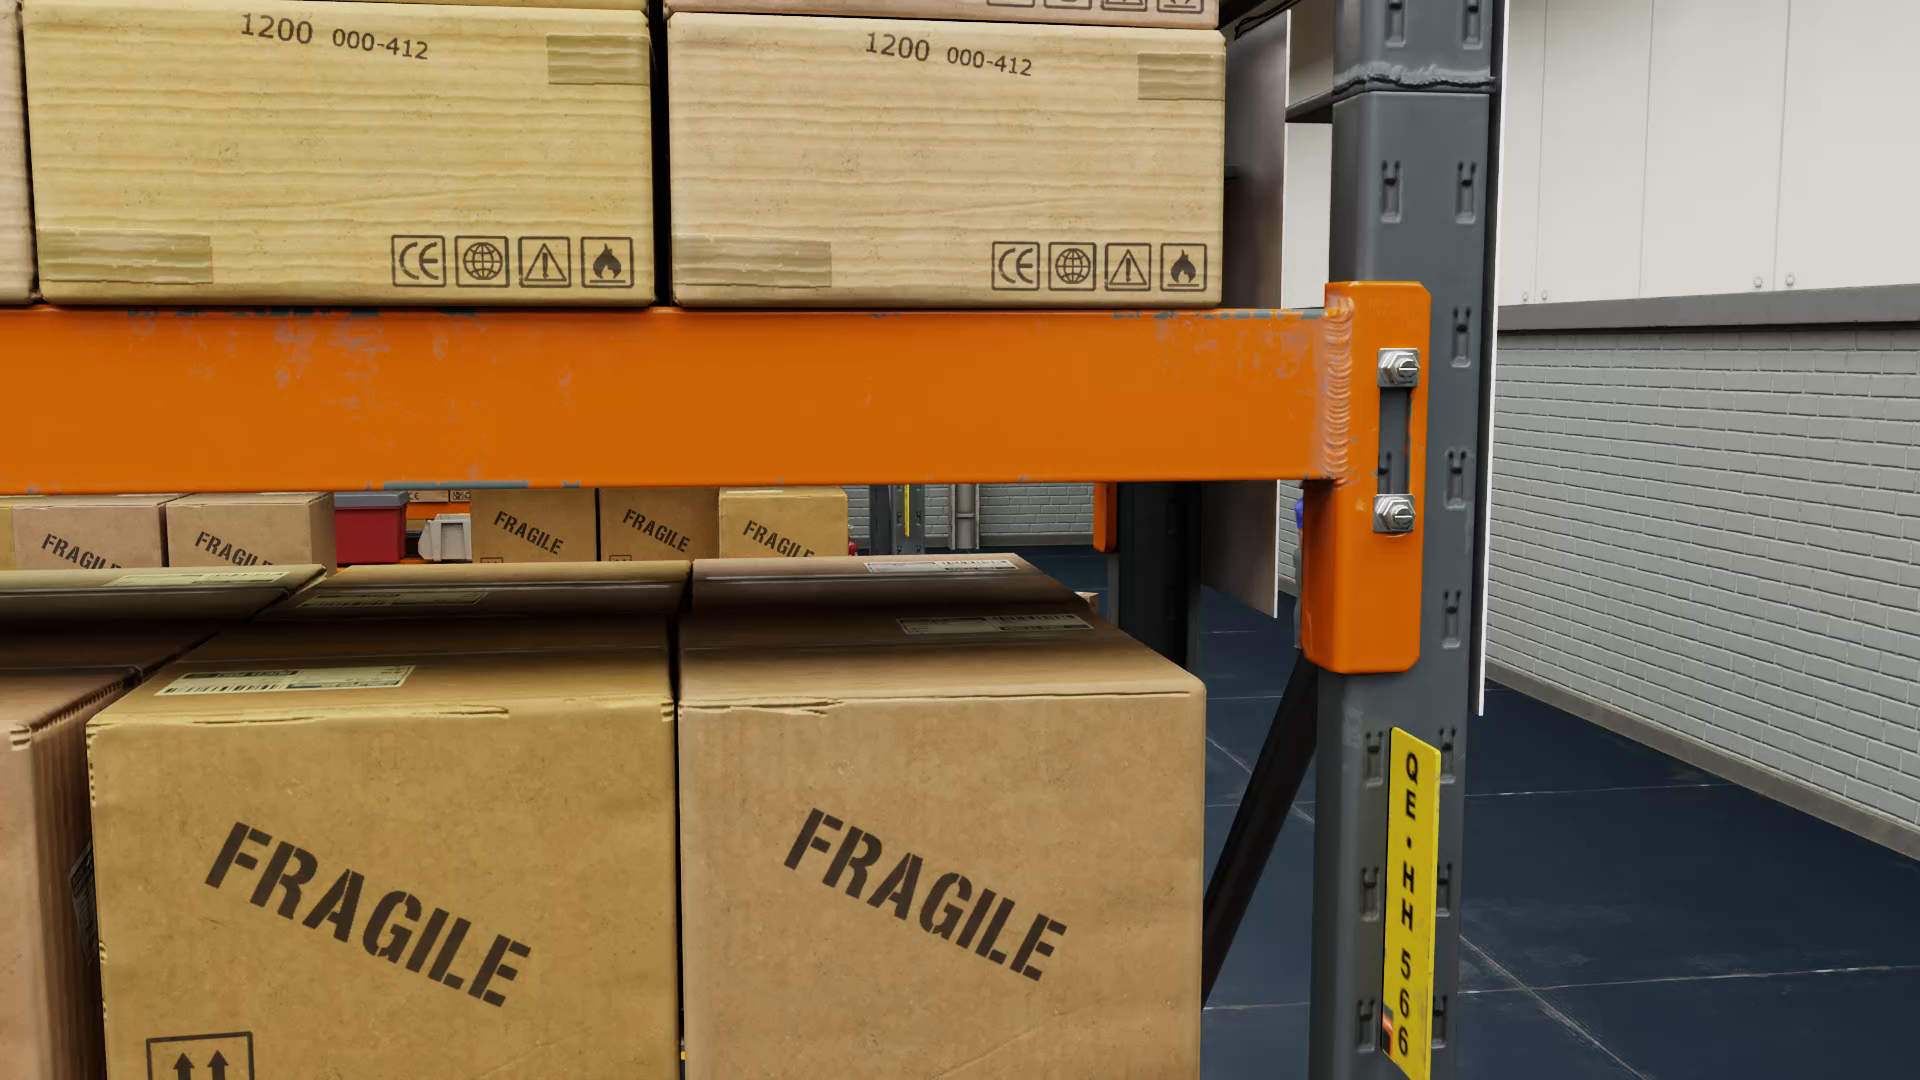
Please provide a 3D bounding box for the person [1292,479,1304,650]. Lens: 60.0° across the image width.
[{"bbox_3d":[3.259,0.191,15.312,0.341,1.683,0.433,4,8,33],"label":"person"}]
